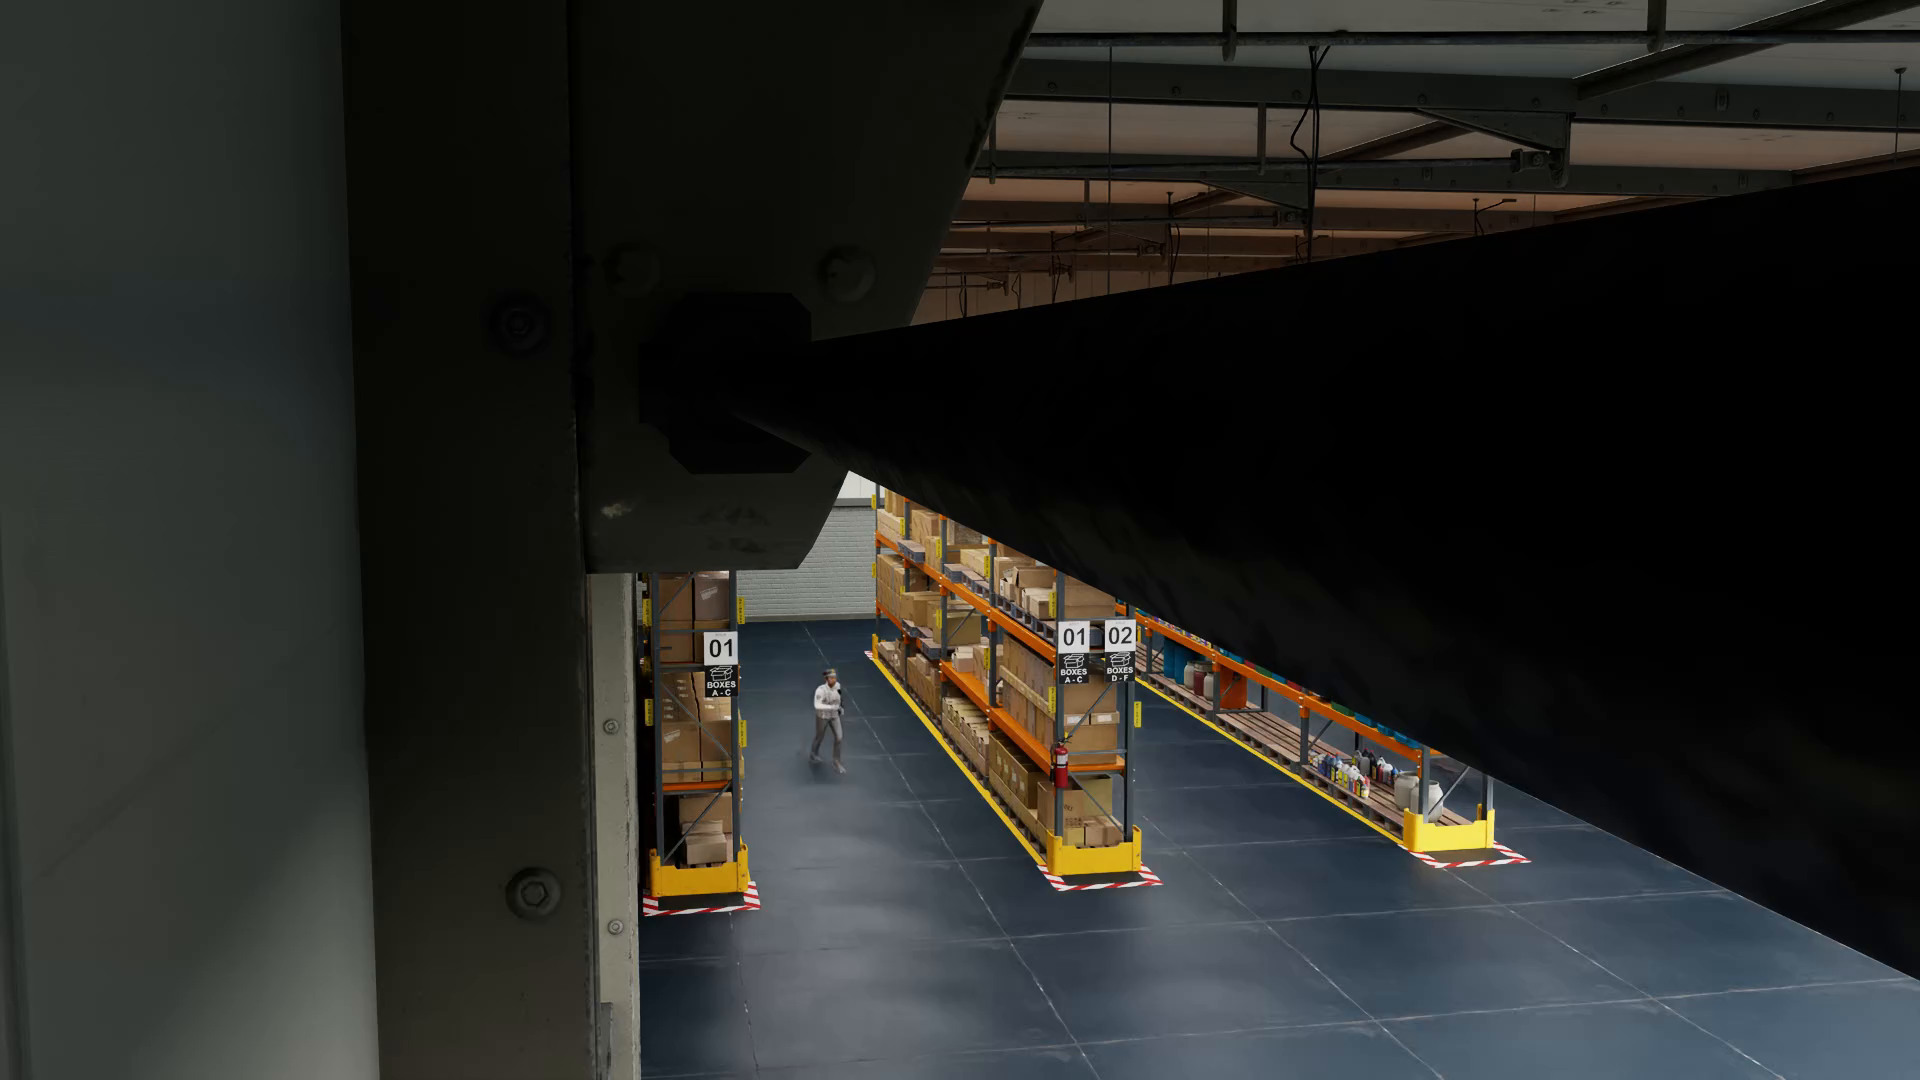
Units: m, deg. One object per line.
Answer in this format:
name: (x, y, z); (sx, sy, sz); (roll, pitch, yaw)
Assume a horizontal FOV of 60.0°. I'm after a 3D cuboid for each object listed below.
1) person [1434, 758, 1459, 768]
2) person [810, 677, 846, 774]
person: (7.820, 2.832, 26.174); (0.760, 1.497, 0.582); (3, 7, 26)
person: (-2.055, 2.831, 26.321); (0.504, 1.633, 0.941); (-3, 7, -30)
